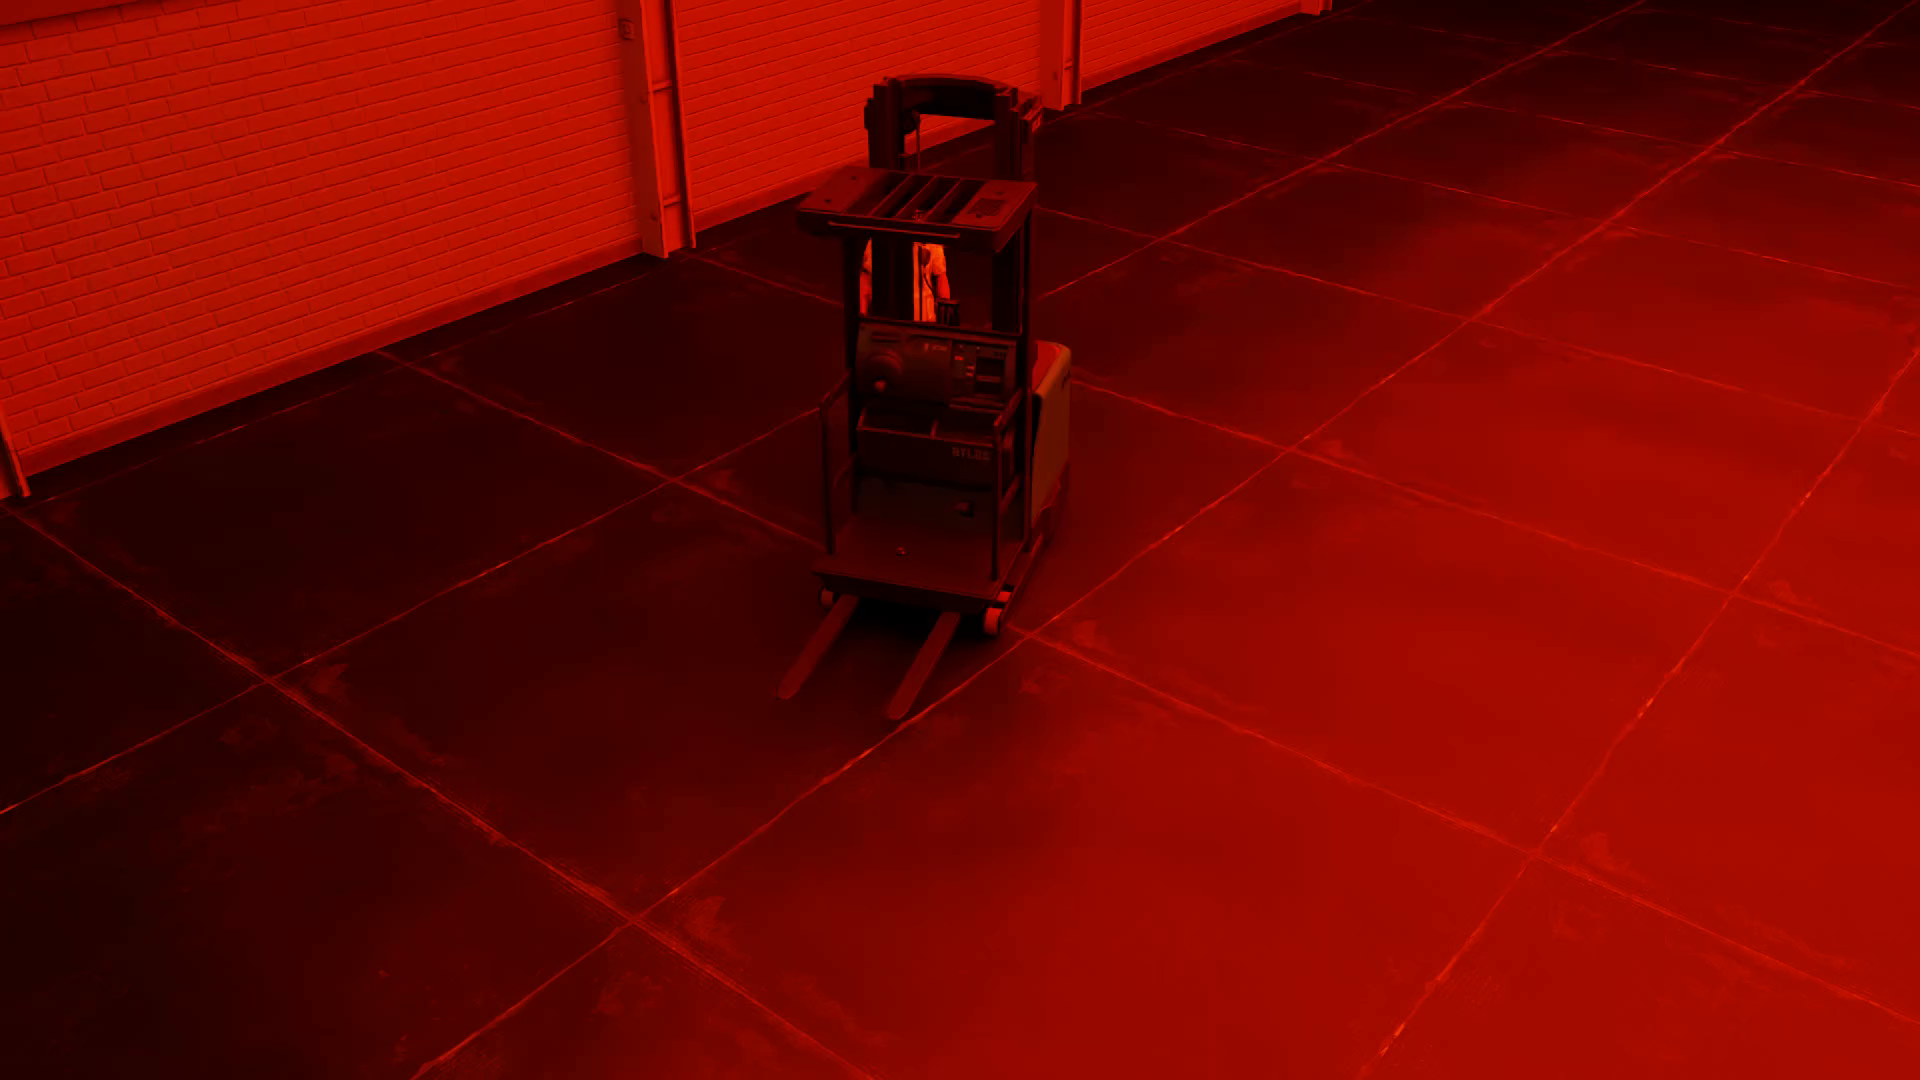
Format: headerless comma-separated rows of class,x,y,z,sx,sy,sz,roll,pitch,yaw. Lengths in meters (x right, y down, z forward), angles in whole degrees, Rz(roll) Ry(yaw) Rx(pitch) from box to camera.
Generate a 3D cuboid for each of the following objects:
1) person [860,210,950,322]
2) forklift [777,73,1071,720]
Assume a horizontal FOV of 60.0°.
person,-0.372,-1.464,11.226,0.640,1.780,0.575,-4,30,-6
forklift,-0.198,-0.935,9.196,1.130,2.935,3.031,9,31,14
